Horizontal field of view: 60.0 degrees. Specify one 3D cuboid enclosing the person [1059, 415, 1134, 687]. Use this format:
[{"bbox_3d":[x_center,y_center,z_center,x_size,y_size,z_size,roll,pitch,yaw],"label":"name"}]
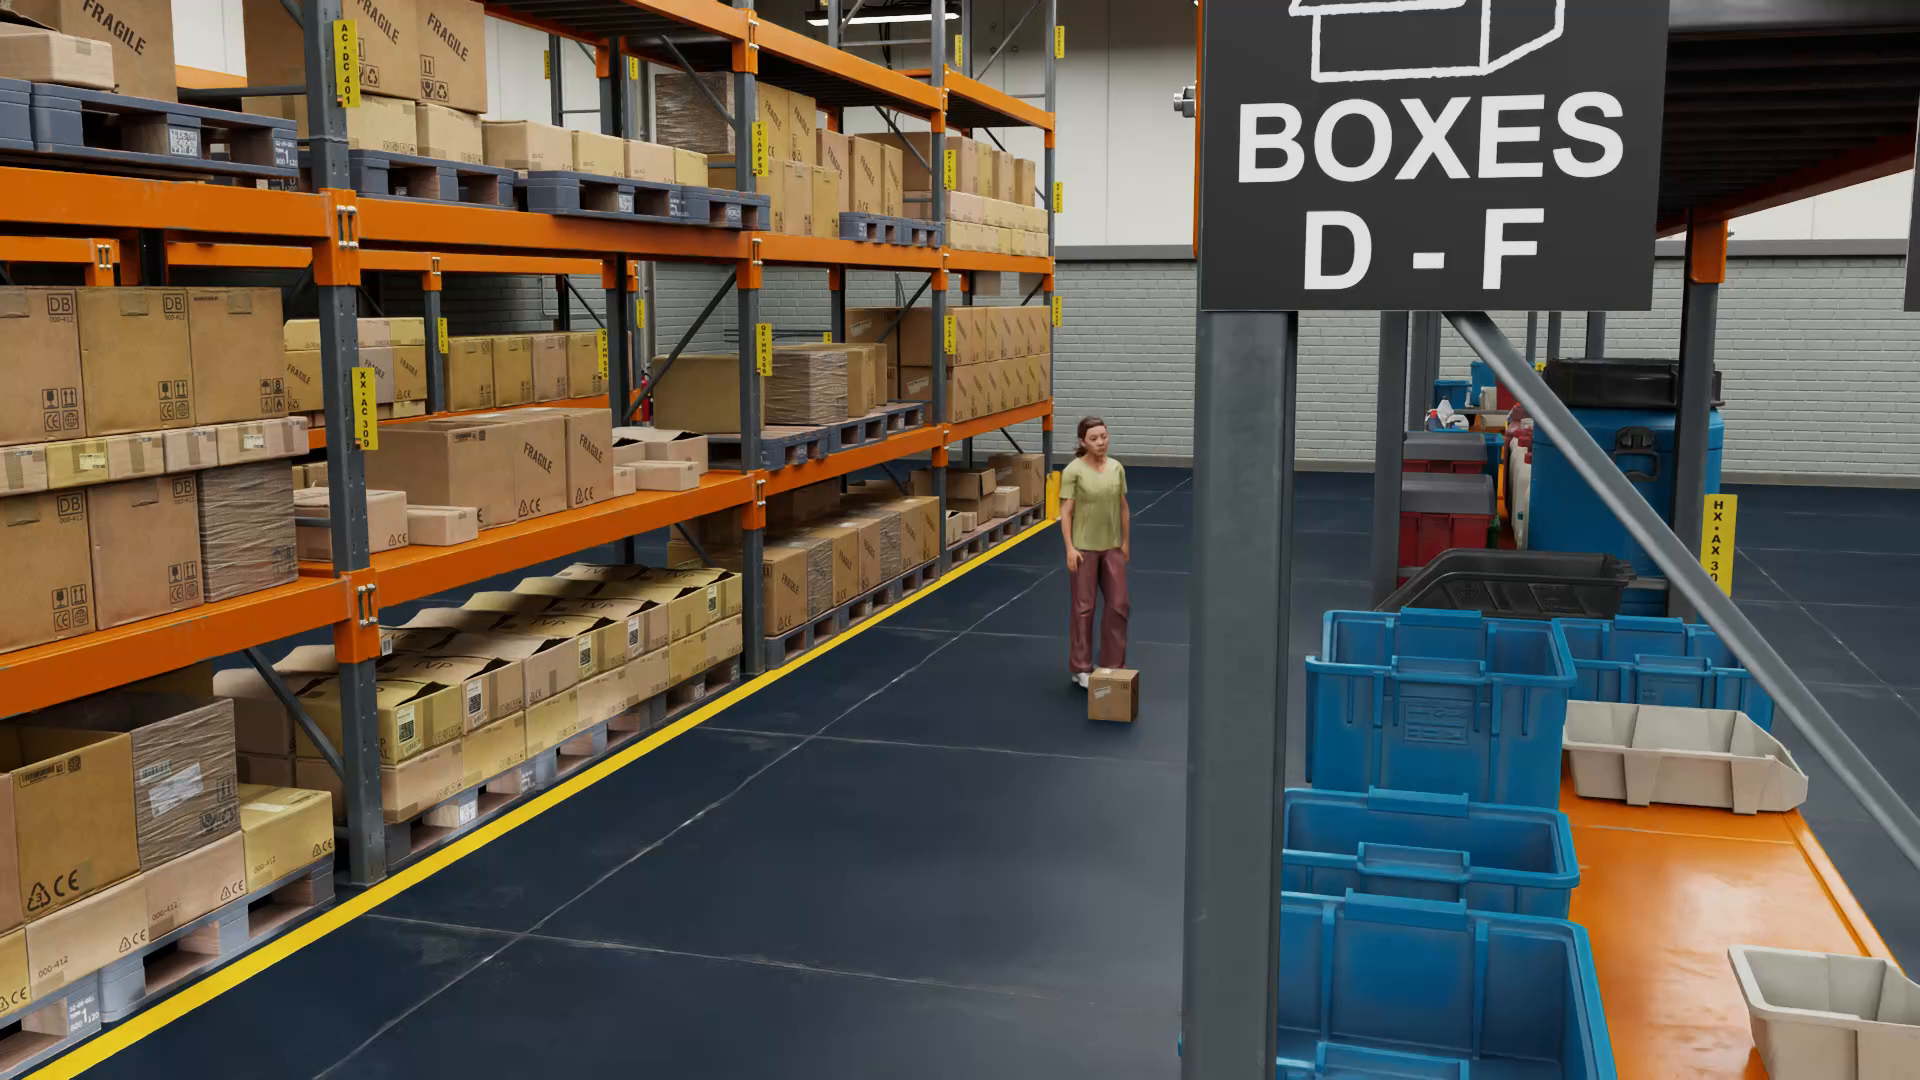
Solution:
[{"bbox_3d":[0.862,0.103,10.239,0.491,1.732,0.470,-4,9,-23],"label":"person"}]
